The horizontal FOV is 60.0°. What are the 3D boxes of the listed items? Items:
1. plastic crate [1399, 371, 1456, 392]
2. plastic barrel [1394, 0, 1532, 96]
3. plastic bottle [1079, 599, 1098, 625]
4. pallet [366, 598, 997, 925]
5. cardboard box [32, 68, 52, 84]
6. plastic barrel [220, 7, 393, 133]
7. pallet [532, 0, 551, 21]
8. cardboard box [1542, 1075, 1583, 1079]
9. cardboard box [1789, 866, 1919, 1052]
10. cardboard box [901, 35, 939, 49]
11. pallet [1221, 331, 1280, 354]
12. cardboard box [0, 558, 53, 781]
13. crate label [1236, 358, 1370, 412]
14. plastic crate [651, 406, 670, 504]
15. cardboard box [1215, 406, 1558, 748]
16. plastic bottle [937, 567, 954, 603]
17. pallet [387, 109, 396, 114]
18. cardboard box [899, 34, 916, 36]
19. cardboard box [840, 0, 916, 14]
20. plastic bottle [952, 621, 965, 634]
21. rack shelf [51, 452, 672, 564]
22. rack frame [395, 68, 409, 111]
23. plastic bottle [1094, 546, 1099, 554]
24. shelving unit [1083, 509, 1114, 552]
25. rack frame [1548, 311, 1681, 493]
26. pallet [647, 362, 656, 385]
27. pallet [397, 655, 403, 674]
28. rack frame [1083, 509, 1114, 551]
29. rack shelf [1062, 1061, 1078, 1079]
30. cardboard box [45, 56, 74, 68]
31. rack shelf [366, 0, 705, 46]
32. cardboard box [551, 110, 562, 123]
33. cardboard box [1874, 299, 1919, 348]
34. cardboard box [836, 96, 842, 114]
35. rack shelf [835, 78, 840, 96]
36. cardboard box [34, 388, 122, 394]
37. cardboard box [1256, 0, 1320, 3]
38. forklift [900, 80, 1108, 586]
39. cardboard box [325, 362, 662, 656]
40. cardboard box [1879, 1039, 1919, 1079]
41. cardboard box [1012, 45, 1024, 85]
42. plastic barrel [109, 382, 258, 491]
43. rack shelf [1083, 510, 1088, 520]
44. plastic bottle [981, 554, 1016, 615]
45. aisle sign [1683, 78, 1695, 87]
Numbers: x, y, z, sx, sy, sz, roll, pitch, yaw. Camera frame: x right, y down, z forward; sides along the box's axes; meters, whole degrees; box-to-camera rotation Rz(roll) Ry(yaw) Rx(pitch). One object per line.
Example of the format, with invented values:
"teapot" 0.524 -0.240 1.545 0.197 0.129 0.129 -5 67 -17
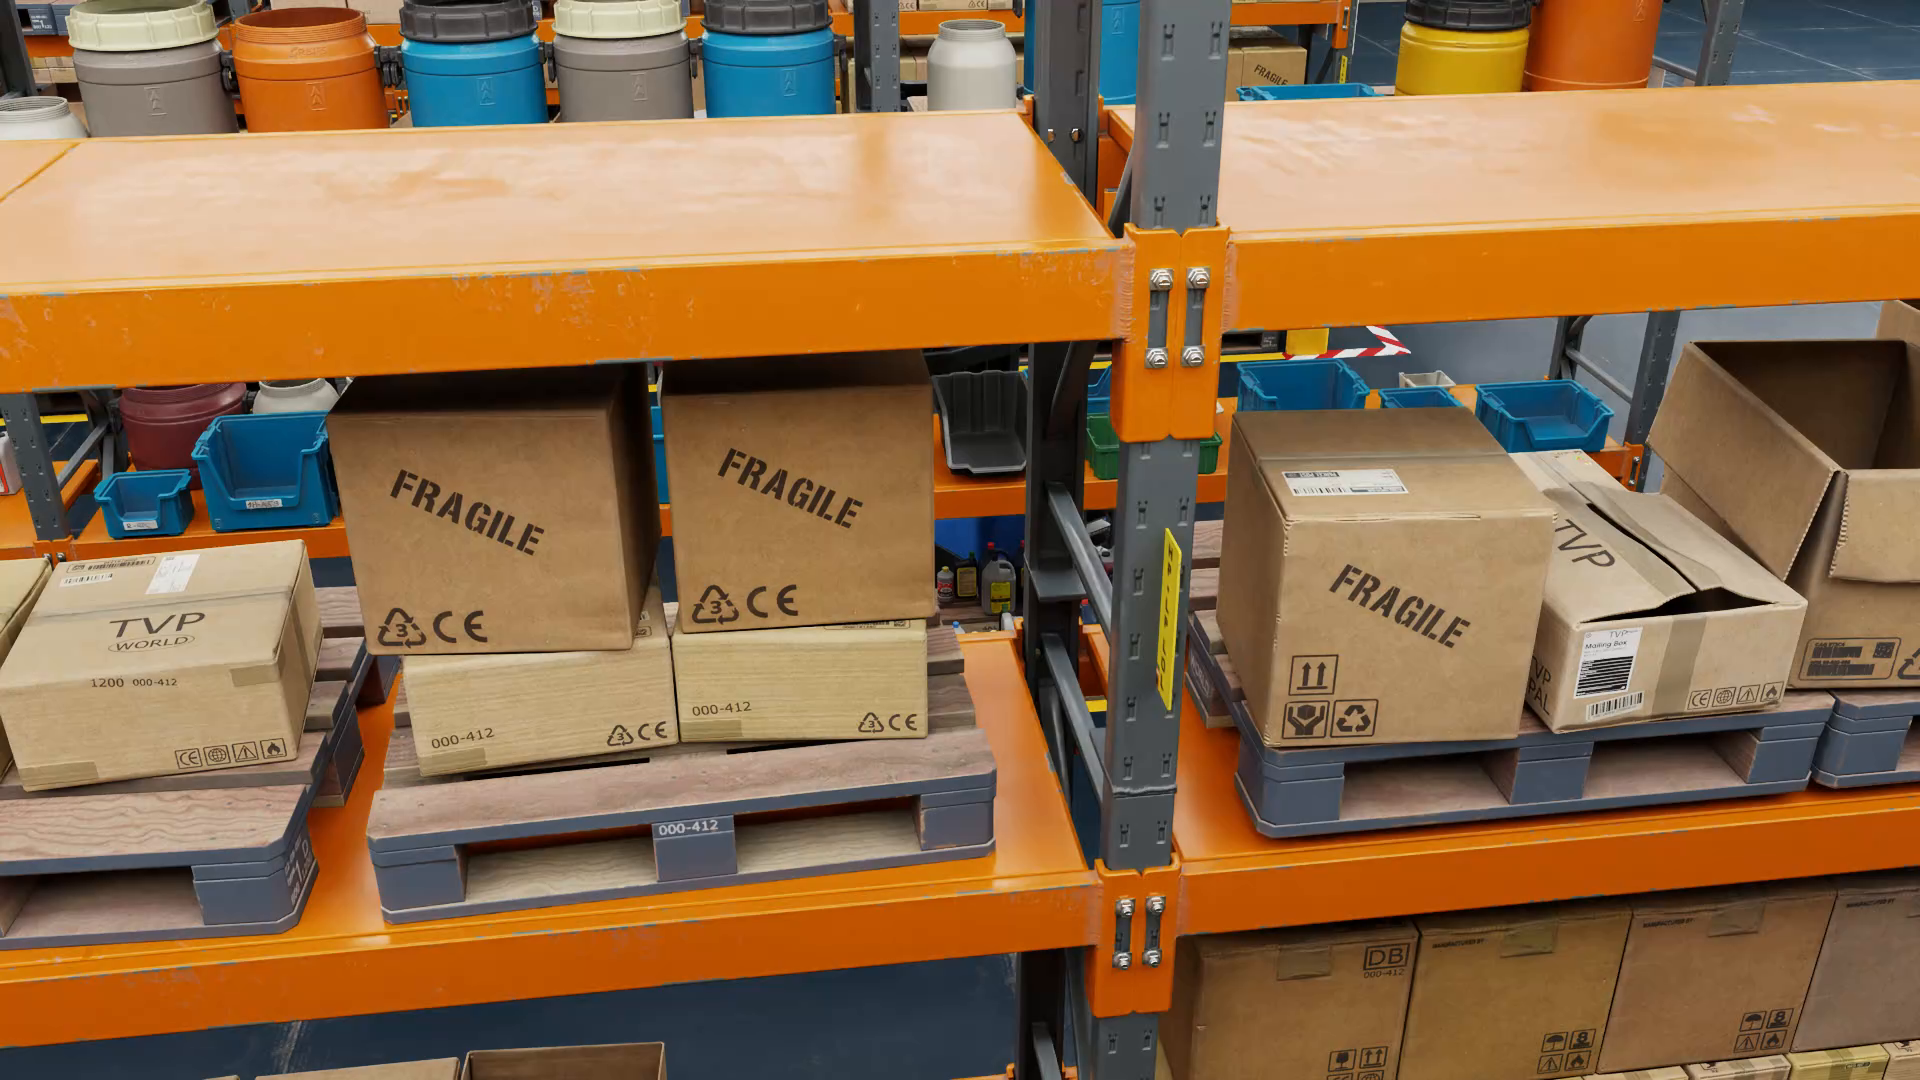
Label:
"plastic crate" 2.632 -0.862 9.432 0.250 0.136 0.298 -4 27 -7
"plastic barrel" 2.451 -2.366 8.123 0.600 0.588 0.600 0 27 0
"plastic bottle" 0.646 0.471 8.966 0.185 0.351 0.144 -5 28 -9
"pallet" -0.584 0.416 3.577 1.217 0.209 0.805 -5 28 -9
"cardboard box" -8.873 -4.527 16.103 0.250 0.149 0.380 -3 27 -6
"plastic barrel" -2.868 -1.903 7.417 0.708 0.830 0.600 -4 27 -7
"pallet" -2.741 -4.068 12.312 1.003 0.211 1.213 -4 27 -7
"cardboard box" 1.344 1.290 4.129 0.250 0.149 0.380 -4 27 -8
"cardboard box" 2.217 0.855 4.268 0.500 0.500 0.700 -4 27 -7
"cardboard box" -0.186 -3.682 13.110 0.500 0.500 0.500 -4 27 -7
"pallet" 1.988 -1.848 14.121 1.213 0.211 1.003 -4 27 -7
"cardboard box" -2.147 0.276 3.345 0.500 0.250 0.500 -4 27 -8
"crate label" 1.778 -0.667 8.725 0.616 0.435 0.502 -4 27 -7
"plastic crate" -1.447 -0.418 8.297 0.575 0.384 0.392 -4 27 -7
"cardboard box" 0.824 0.062 3.334 0.500 0.500 0.500 -1 27 -3
"plastic bottle" -0.083 0.249 9.562 0.097 0.201 0.097 0 27 0
"pallet" -7.221 -5.844 21.908 1.213 0.211 1.003 -4 27 -7
"cardboard box" -0.774 -5.265 17.560 0.550 0.550 0.875 -4 27 -7
"cardboard box" -0.607 -4.056 12.247 0.500 0.250 0.500 -5 28 -9
"plastic bottle" -0.022 0.560 8.879 0.097 0.271 0.097 0 27 0
"rack shelf" -2.379 -0.189 8.620 4.000 0.370 1.077 -4 27 -7
"rack frame" -5.640 -4.869 16.954 0.127 3.000 1.000 -4 27 -7
"plastic bottle" 0.709 0.143 9.606 0.185 0.351 0.144 -4 27 -7
"shelving unit" 0.757 -0.091 9.941 0.258 0.900 0.210 -20 33 -33
"rack frame" 3.563 -0.890 9.200 0.127 3.000 1.000 -4 27 -7
"pallet" -3.070 -1.505 13.452 1.213 0.211 1.003 -4 27 -7
"pallet" -3.587 0.827 8.906 1.213 0.211 1.003 -4 27 -7
"rack frame" 0.820 -0.054 9.870 0.240 0.900 0.006 -20 33 -33
"rack shelf" 2.268 1.796 4.751 4.000 0.370 1.077 -4 27 -7
"cardboard box" -8.635 -4.673 16.062 0.250 0.149 0.380 -3 27 -6
"rack shelf" -3.069 -3.762 12.299 4.000 0.370 1.077 -4 27 -7
"cardboard box" -2.792 -2.956 12.652 0.637 0.503 0.797 -1 27 -2
"cardboard box" 2.566 -0.297 4.035 0.500 0.500 0.500 -4 27 -7
"cardboard box" -1.047 -4.374 17.855 0.875 0.875 0.875 -3 27 -6
"rack shelf" 0.301 -4.931 17.862 4.000 0.370 1.077 -4 27 -7
"cardboard box" -6.619 -1.774 12.790 0.875 0.875 1.225 -4 27 -7
"cardboard box" 2.430 -4.252 12.629 0.500 0.250 0.500 -3 27 -6
"forklift" -0.388 -1.529 10.520 1.130 2.935 3.031 -20 33 -33
"cardboard box" -0.889 -0.117 3.289 0.500 0.500 0.500 -1 27 -2
"cardboard box" 2.361 1.226 4.255 0.250 0.149 0.380 -4 27 -8
"cardboard box" 0.383 -3.474 12.705 0.500 0.500 0.500 -4 27 -7
"plastic barrel" -3.942 -0.609 8.501 0.708 0.536 0.600 -4 27 -7
"rack shelf" 0.757 -0.221 9.874 0.258 0.077 0.200 -20 33 -33
"plastic bottle" 0.219 0.241 9.415 0.185 0.351 0.144 -4 27 -7
"aisle sign" 3.675 -1.917 8.353 0.004 0.787 0.394 -4 27 -7
